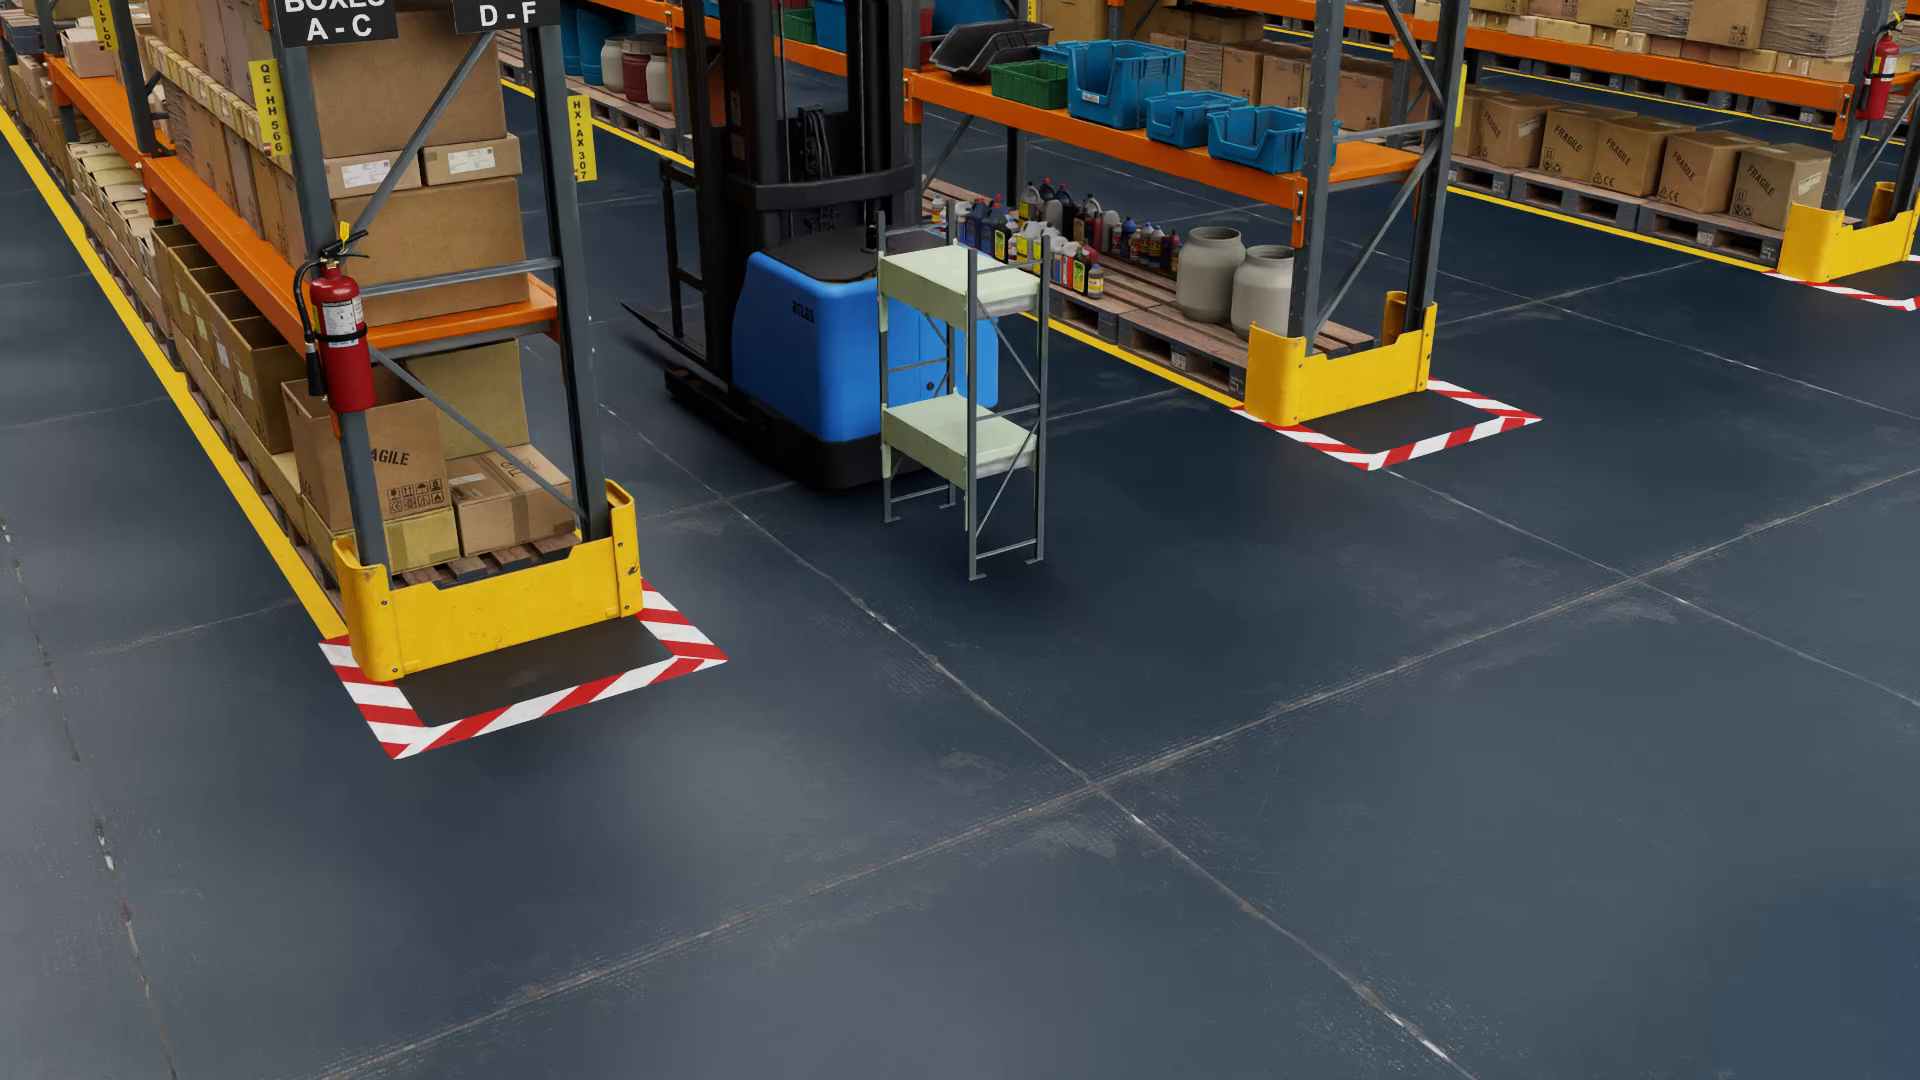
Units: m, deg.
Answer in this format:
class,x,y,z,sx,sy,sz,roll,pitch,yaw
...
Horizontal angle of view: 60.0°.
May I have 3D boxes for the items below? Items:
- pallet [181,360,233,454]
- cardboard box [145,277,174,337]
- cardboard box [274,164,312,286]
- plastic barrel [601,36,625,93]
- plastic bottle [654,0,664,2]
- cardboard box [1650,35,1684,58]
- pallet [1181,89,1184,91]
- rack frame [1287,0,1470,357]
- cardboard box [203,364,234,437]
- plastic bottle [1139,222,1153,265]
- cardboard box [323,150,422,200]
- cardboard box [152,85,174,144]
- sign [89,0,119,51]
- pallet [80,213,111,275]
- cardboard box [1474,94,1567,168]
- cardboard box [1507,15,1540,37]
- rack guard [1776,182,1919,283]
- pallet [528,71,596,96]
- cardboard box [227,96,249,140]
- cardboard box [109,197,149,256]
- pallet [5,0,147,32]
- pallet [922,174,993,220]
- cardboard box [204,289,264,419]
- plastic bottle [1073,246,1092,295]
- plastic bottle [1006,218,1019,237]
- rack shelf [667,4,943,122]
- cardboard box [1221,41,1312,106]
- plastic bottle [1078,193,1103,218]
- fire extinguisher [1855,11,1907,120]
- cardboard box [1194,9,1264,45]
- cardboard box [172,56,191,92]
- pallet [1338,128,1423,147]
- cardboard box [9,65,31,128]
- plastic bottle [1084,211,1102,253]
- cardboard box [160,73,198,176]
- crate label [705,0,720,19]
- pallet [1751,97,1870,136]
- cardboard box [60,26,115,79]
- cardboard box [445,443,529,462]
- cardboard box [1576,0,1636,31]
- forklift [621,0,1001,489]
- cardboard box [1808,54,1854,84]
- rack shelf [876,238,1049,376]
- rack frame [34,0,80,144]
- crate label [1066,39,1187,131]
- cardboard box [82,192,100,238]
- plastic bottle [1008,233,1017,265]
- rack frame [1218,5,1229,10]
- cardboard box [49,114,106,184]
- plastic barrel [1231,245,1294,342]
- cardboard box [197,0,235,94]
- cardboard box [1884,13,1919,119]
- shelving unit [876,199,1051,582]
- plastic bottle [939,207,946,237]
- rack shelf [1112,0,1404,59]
class,x,y,z,sx,sy,sz,roll,pitch,yaw
pallet,-3.714,-0.866,9.338,1.003,0.211,1.213,-16,29,-30
cardboard box,-4.582,-1.449,10.034,0.500,0.250,0.500,-16,30,-30
cardboard box,-2.464,-1.393,7.069,0.700,0.500,0.500,-15,29,-28
plastic barrel,-3.426,-4.826,16.882,0.421,0.512,0.421,0,25,0
plastic bottle,-2.723,-4.998,14.960,0.061,0.283,0.133,-16,29,-30
cardboard box,5.348,-3.682,12.329,0.380,0.149,0.250,-16,29,-30
pallet,2.431,-4.619,17.286,1.003,0.211,1.213,-16,29,-30
rack frame,2.223,-2.144,8.778,1.000,3.000,0.127,-16,29,-30
cardboard box,-3.577,-0.771,8.599,0.500,0.250,0.500,-16,29,-30
plastic bottle,1.252,-1.988,11.129,0.097,0.271,0.097,0,25,0
cardboard box,-2.298,-1.422,6.371,0.380,0.149,0.250,-16,30,-30
cardboard box,-4.419,-2.520,9.749,0.500,0.250,0.500,-14,28,-26
sign,-4.563,-2.779,8.860,0.100,0.325,0.005,-16,29,-30
pallet,-5.880,-2.288,12.349,1.003,0.211,1.213,-16,29,-30
cardboard box,4.693,-3.433,13.944,0.500,0.500,0.500,-6,26,-13
cardboard box,4.586,-4.107,13.229,0.380,0.149,0.250,-16,29,-30
rack guard,6.331,-2.195,11.814,1.175,0.500,0.348,-16,29,-30
pallet,-3.942,-4.889,17.860,1.003,0.211,1.213,-16,29,-30
cardboard box,-3.006,-1.884,7.351,0.380,0.149,0.250,-15,29,-28
cardboard box,-5.134,-2.063,10.679,0.500,0.311,0.500,-16,29,-30
pallet,-7.362,-4.460,13.909,1.003,0.211,1.213,-16,29,-30
pallet,-0.422,-2.585,12.979,1.003,0.211,1.213,-16,29,-30
cardboard box,-3.302,-0.932,8.062,0.500,0.500,0.500,-16,29,-30
plastic bottle,0.774,-1.707,10.518,0.061,0.283,0.133,-15,29,-28
plastic bottle,0.347,-2.043,11.244,0.097,0.271,0.097,0,25,0
rack shelf,-1.053,-3.965,13.477,1.077,0.370,4.000,-16,29,-30
cardboard box,3.017,-4.596,16.386,0.700,0.500,0.500,-13,28,-25
plastic bottle,0.913,-2.228,11.544,0.144,0.351,0.185,-16,29,-30
fire extinguisher,6.049,-3.115,10.925,0.296,0.674,0.183,-16,29,-30
cardboard box,2.694,-5.147,16.674,0.500,0.250,0.500,-12,28,-24
cardboard box,-3.705,-2.344,8.324,0.380,0.149,0.250,-16,30,-30
pallet,3.763,-3.746,15.438,1.003,0.211,1.213,-16,29,-30
cardboard box,-8.420,-4.122,15.380,0.500,0.500,0.500,-17,30,-32
plastic bottle,0.910,-2.114,11.380,0.061,0.283,0.133,-16,29,-30
cardboard box,-3.866,-2.309,9.011,0.700,0.500,0.500,-16,30,-31
crate label,-1.829,-4.603,13.945,0.502,0.435,0.616,-16,29,-30
pallet,8.749,-4.297,16.606,1.003,0.211,1.213,-16,29,-30
cardboard box,-5.971,-3.447,11.642,0.500,0.311,0.500,-16,30,-30
cardboard box,-2.312,-0.359,7.726,0.500,0.250,0.500,-16,29,-30
cardboard box,5.222,-4.202,12.672,0.875,0.500,0.500,-16,29,-30
forklift,-1.016,-2.156,8.883,1.130,2.935,3.031,-16,29,-30
cardboard box,6.044,-3.238,11.390,0.380,0.149,0.250,-16,29,-30
rack shelf,0.004,-1.029,7.258,0.431,0.370,0.720,-16,29,-30
rack frame,-6.297,-3.852,12.396,1.000,3.000,0.127,-16,29,-30
crate label,0.991,-2.755,10.031,0.502,0.435,0.616,-16,29,-30
cardboard box,-5.982,-2.363,11.972,0.500,0.250,0.500,-16,30,-31
plastic bottle,0.370,-1.948,11.126,0.097,0.201,0.097,0,25,0
rack frame,4.033,-8.710,22.687,1.000,3.000,0.127,-16,29,-30
cardboard box,-7.004,-3.201,13.429,0.500,0.500,0.500,-14,29,-28
plastic barrel,1.799,-1.426,9.680,0.421,0.512,0.421,0,25,0
cardboard box,-3.044,-2.358,7.594,0.700,0.500,0.500,-16,29,-30
cardboard box,9.180,-4.515,15.797,0.875,0.875,0.875,-15,29,-29
shelving unit,0.004,-0.676,7.425,0.431,1.500,0.755,-16,29,-30
plastic bottle,-0.099,-2.256,11.777,0.097,0.201,0.097,0,25,0
rack shelf,3.097,-5.119,15.922,1.077,0.370,4.000,-16,29,-30
